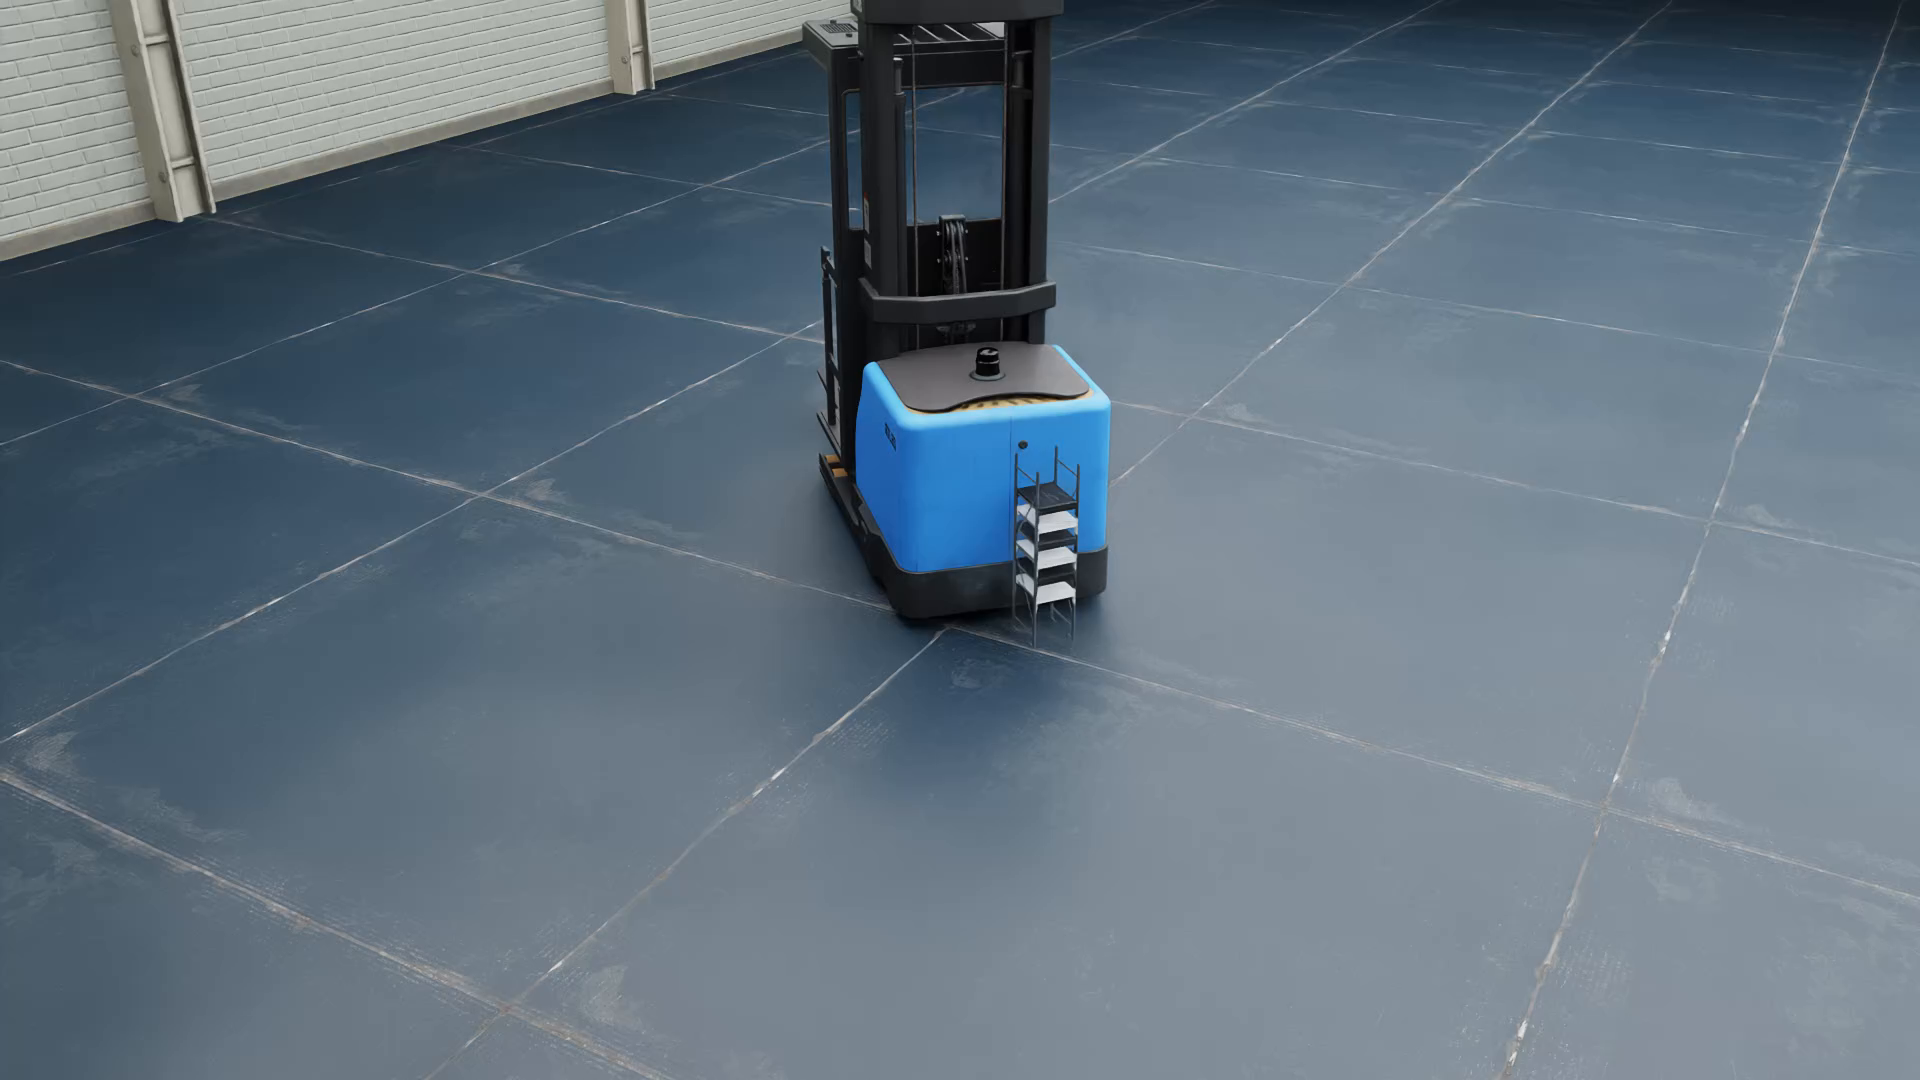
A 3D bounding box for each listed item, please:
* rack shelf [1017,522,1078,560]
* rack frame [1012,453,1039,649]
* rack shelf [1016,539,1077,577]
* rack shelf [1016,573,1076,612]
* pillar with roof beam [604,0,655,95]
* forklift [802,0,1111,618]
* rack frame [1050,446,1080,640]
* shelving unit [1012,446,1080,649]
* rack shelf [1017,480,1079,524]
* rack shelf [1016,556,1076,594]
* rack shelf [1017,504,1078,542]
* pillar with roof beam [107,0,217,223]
[{"bbox_3d":[0.392,-0.013,7.643,0.200,0.077,0.258,-11,29,-21],"label":"rack shelf"},{"bbox_3d":[0.299,0.056,7.632,0.006,0.900,0.240,-11,29,-21],"label":"rack frame"},{"bbox_3d":[0.392,0.068,7.684,0.200,0.077,0.258,-11,29,-21],"label":"rack shelf"},{"bbox_3d":[0.392,0.229,7.764,0.200,0.077,0.258,-11,29,-21],"label":"rack shelf"},{"bbox_3d":[0.014,-8.223,15.124,9.100,9.000,0.400,14,30,26],"label":"pillar with roof beam"},{"bbox_3d":[-0.164,-1.580,8.633,1.130,2.935,3.031,-7,27,-14],"label":"forklift"},{"bbox_3d":[0.485,0.020,7.706,0.006,0.900,0.240,-11,29,-21],"label":"rack frame"},{"bbox_3d":[0.392,0.038,7.669,0.210,0.900,0.258,-11,29,-21],"label":"shelving unit"},{"bbox_3d":[0.392,-0.174,7.563,0.200,0.077,0.258,-11,29,-21],"label":"rack shelf"},{"bbox_3d":[0.392,0.148,7.724,0.200,0.077,0.258,-11,29,-21],"label":"rack shelf"},{"bbox_3d":[0.392,-0.093,7.603,0.200,0.077,0.258,-11,29,-21],"label":"rack shelf"},{"bbox_3d":[-2.937,-5.885,10.452,9.100,9.000,0.400,14,30,26],"label":"pillar with roof beam"}]
